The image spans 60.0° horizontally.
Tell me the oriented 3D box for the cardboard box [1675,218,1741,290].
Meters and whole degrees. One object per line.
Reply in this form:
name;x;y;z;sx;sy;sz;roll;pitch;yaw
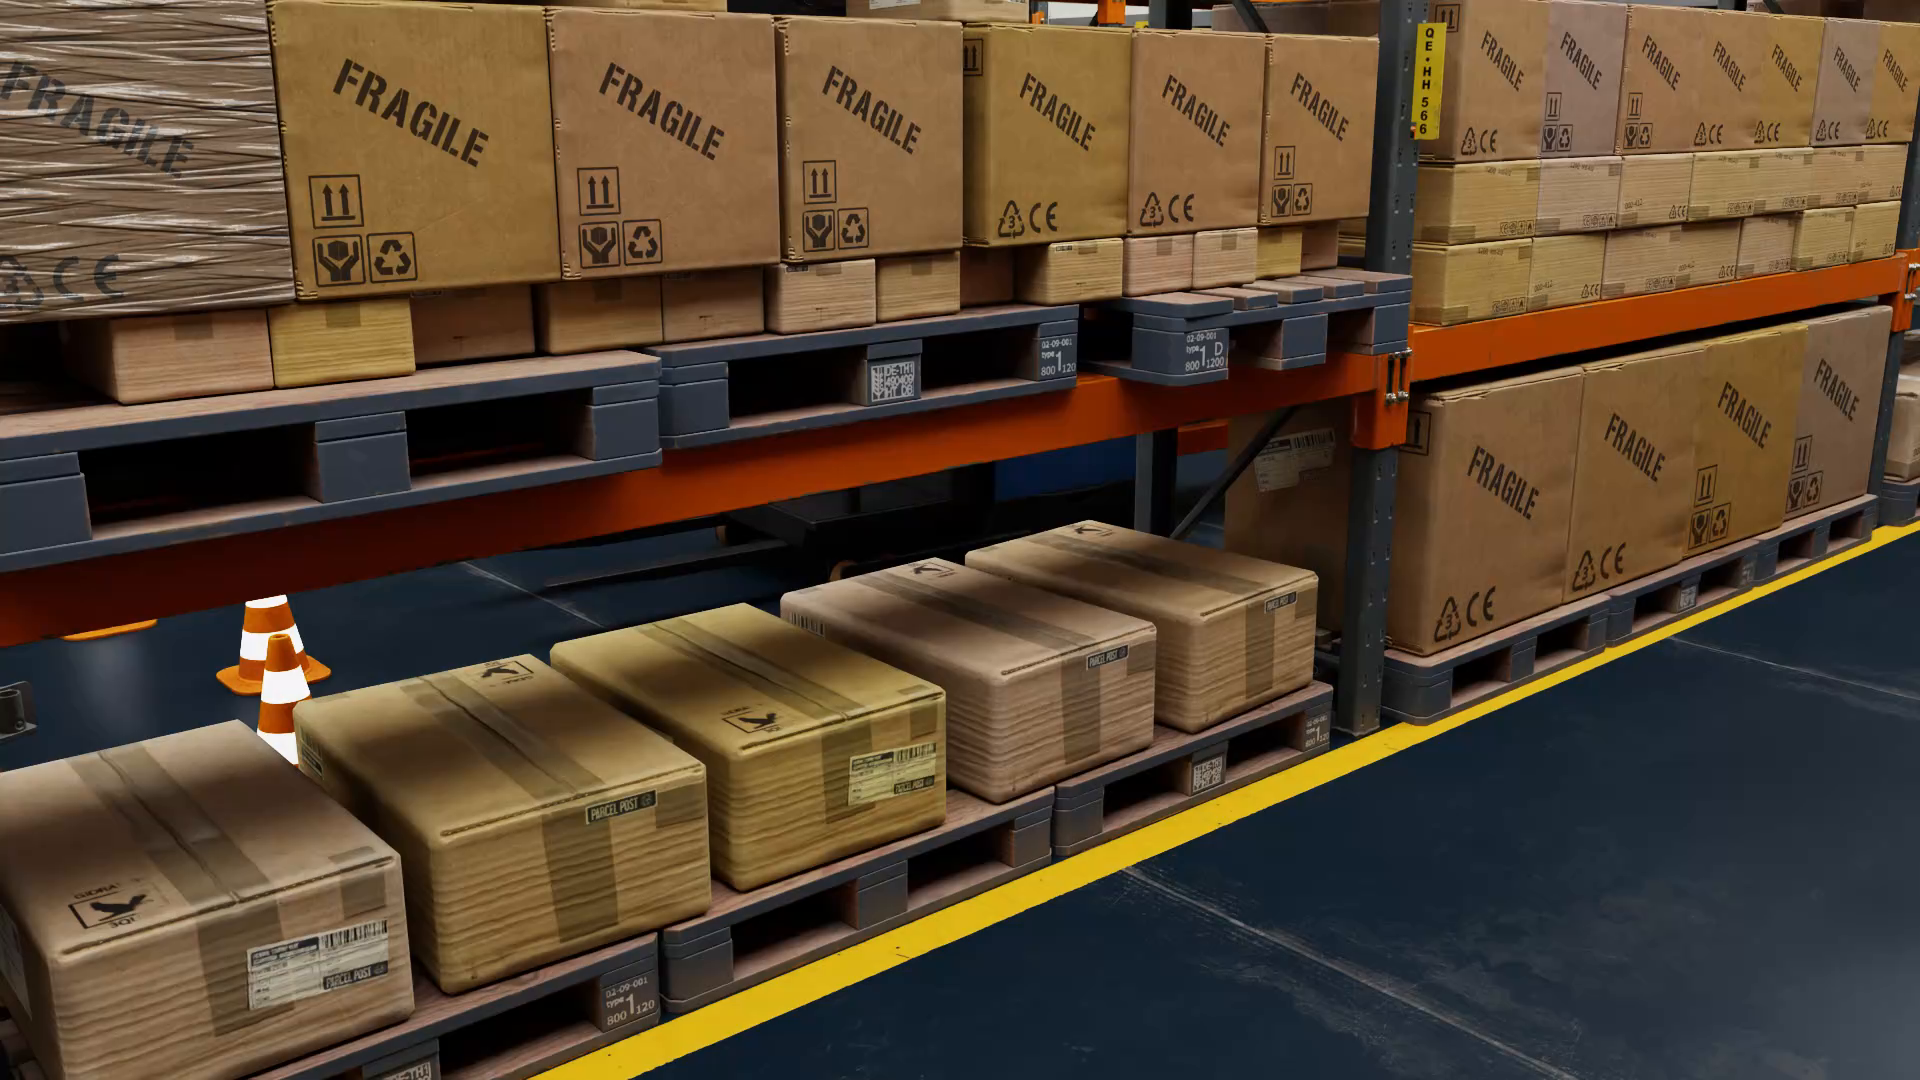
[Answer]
cardboard box;2.673;-1.138;6.488;0.500;0.250;0.500;-13;19;-39

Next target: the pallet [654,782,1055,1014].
pallet;-0.517;0.771;4.454;1.213;0.211;1.003;-13;19;-39

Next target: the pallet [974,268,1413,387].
pallet;0.526;-0.680;4.854;1.003;0.211;1.213;-13;19;-39

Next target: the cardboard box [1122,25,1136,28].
cardboard box;1.186;-3.242;11.368;0.500;0.500;0.500;-12;19;-38

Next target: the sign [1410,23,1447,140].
sign;1.357;-1.331;4.830;0.005;0.325;0.100;-13;19;-39

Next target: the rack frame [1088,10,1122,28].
rack frame;0.685;-2.538;11.439;0.127;3.000;1.000;-13;19;-39

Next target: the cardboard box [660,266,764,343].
cardboard box;-0.633;-0.530;3.596;0.250;0.149;0.380;-12;19;-39

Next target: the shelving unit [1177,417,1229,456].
shelving unit;1.209;-0.749;8.376;1.048;1.125;0.538;-10;18;-34

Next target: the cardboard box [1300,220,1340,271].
cardboard box;0.901;-0.894;4.958;0.250;0.149;0.380;-12;19;-37

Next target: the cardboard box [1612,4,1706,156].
cardboard box;2.294;-1.652;5.990;0.500;0.500;0.500;-12;19;-38

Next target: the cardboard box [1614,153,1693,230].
cardboard box;2.312;-1.290;6.089;0.500;0.250;0.500;-13;20;-40

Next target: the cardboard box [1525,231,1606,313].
cardboard box;1.903;-0.966;5.844;0.500;0.250;0.500;-13;20;-41

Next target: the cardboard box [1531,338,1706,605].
cardboard box;2.245;-0.341;6.519;0.875;0.875;0.875;-12;19;-39

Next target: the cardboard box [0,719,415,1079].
cardboard box;-1.630;0.741;3.441;0.625;0.372;0.950;-12;19;-39

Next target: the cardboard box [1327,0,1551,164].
cardboard box;1.526;-1.481;5.351;0.500;0.500;0.500;-14;20;-41

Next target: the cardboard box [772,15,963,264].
cardboard box;-0.342;-0.910;3.760;0.500;0.500;0.500;-14;20;-42

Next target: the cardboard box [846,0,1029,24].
cardboard box;-0.056;-1.290;3.926;0.250;0.149;0.380;-14;20;-42

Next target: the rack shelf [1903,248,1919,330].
rack shelf;5.520;-1.583;9.257;4.000;0.370;1.077;-13;19;-39

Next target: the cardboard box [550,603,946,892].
cardboard box;-0.567;0.500;4.342;0.625;0.372;0.950;-12;19;-38

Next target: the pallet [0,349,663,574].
pallet;-1.352;-0.245;3.225;1.213;0.211;1.003;-13;19;-39

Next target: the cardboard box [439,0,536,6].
cardboard box;-1.121;-1.237;3.728;0.250;0.149;0.380;-14;20;-42

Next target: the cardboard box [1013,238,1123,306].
cardboard box;0.192;-0.693;4.204;0.250;0.149;0.380;-12;19;-38

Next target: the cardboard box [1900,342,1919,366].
cardboard box;5.230;-0.794;9.060;0.875;0.438;0.875;-13;20;-41

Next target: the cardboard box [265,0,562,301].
cardboard box;-1.105;-0.740;3.123;0.500;0.500;0.500;-13;19;-39

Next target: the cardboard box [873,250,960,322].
cardboard box;-0.216;-0.616;3.917;0.250;0.149;0.380;-13;20;-41

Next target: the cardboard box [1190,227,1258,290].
cardboard box;0.585;-0.783;4.542;0.250;0.149;0.380;-13;20;-40

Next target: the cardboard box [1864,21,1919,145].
cardboard box;3.839;-1.998;7.287;0.500;0.500;0.500;-12;19;-38

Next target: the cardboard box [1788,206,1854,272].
cardboard box;3.453;-1.308;7.125;0.500;0.250;0.500;-13;20;-40

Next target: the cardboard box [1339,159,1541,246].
cardboard box;1.538;-1.121;5.455;0.500;0.250;0.500;-13;20;-40

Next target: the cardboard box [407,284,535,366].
cardboard box;-1.042;-0.453;3.308;0.250;0.149;0.380;-11;19;-36

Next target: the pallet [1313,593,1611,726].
pallet;1.638;0.314;6.164;1.213;0.211;1.003;-13;19;-39

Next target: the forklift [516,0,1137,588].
forklift;-0.510;-1.322;7.020;3.031;2.935;1.130;-10;18;-34

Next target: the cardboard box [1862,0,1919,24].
cardboard box;4.419;-2.439;7.681;0.250;0.149;0.380;-13;20;-40

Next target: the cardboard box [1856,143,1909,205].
cardboard box;3.838;-1.639;7.394;0.500;0.250;0.500;-13;20;-39

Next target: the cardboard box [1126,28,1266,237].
cardboard box;0.450;-1.088;4.427;0.500;0.500;0.500;-13;20;-40

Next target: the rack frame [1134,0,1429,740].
rack frame;0.993;-0.914;5.359;0.127;3.000;1.000;-13;19;-39

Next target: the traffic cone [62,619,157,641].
traffic cone;-3.347;0.110;6.443;0.334;0.463;0.336;-13;19;-39

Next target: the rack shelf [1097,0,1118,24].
rack shelf;-0.823;-3.301;9.877;4.000;0.370;1.077;-13;19;-39

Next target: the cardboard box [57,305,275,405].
cardboard box;-1.400;-0.350;2.921;0.250;0.149;0.380;-12;19;-39

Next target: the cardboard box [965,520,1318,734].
cardboard box;0.561;0.247;5.293;0.625;0.372;0.950;-14;21;-43

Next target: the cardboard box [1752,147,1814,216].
cardboard box;3.079;-1.464;6.738;0.500;0.250;0.500;-12;19;-38

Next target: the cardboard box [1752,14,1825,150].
cardboard box;3.058;-1.827;6.647;0.500;0.500;0.500;-12;19;-38

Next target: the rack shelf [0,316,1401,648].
rack shelf;-0.515;-0.228;4.183;4.000;0.370;1.077;-13;19;-39

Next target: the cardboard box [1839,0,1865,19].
cardboard box;4.305;-2.574;8.185;0.250;0.149;0.380;-12;19;-38

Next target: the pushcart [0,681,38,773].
pushcart;-3.559;0.595;4.790;1.648;0.377;0.936;8;17;28

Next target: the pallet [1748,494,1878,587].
pallet;3.478;-0.099;7.711;1.213;0.211;1.003;-13;19;-39

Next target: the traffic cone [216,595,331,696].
traffic cone;-2.445;0.263;5.869;0.334;0.463;0.336;-13;19;-39

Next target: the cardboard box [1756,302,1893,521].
cardboard box;3.596;-0.647;7.664;0.875;0.875;0.875;-12;19;-38
